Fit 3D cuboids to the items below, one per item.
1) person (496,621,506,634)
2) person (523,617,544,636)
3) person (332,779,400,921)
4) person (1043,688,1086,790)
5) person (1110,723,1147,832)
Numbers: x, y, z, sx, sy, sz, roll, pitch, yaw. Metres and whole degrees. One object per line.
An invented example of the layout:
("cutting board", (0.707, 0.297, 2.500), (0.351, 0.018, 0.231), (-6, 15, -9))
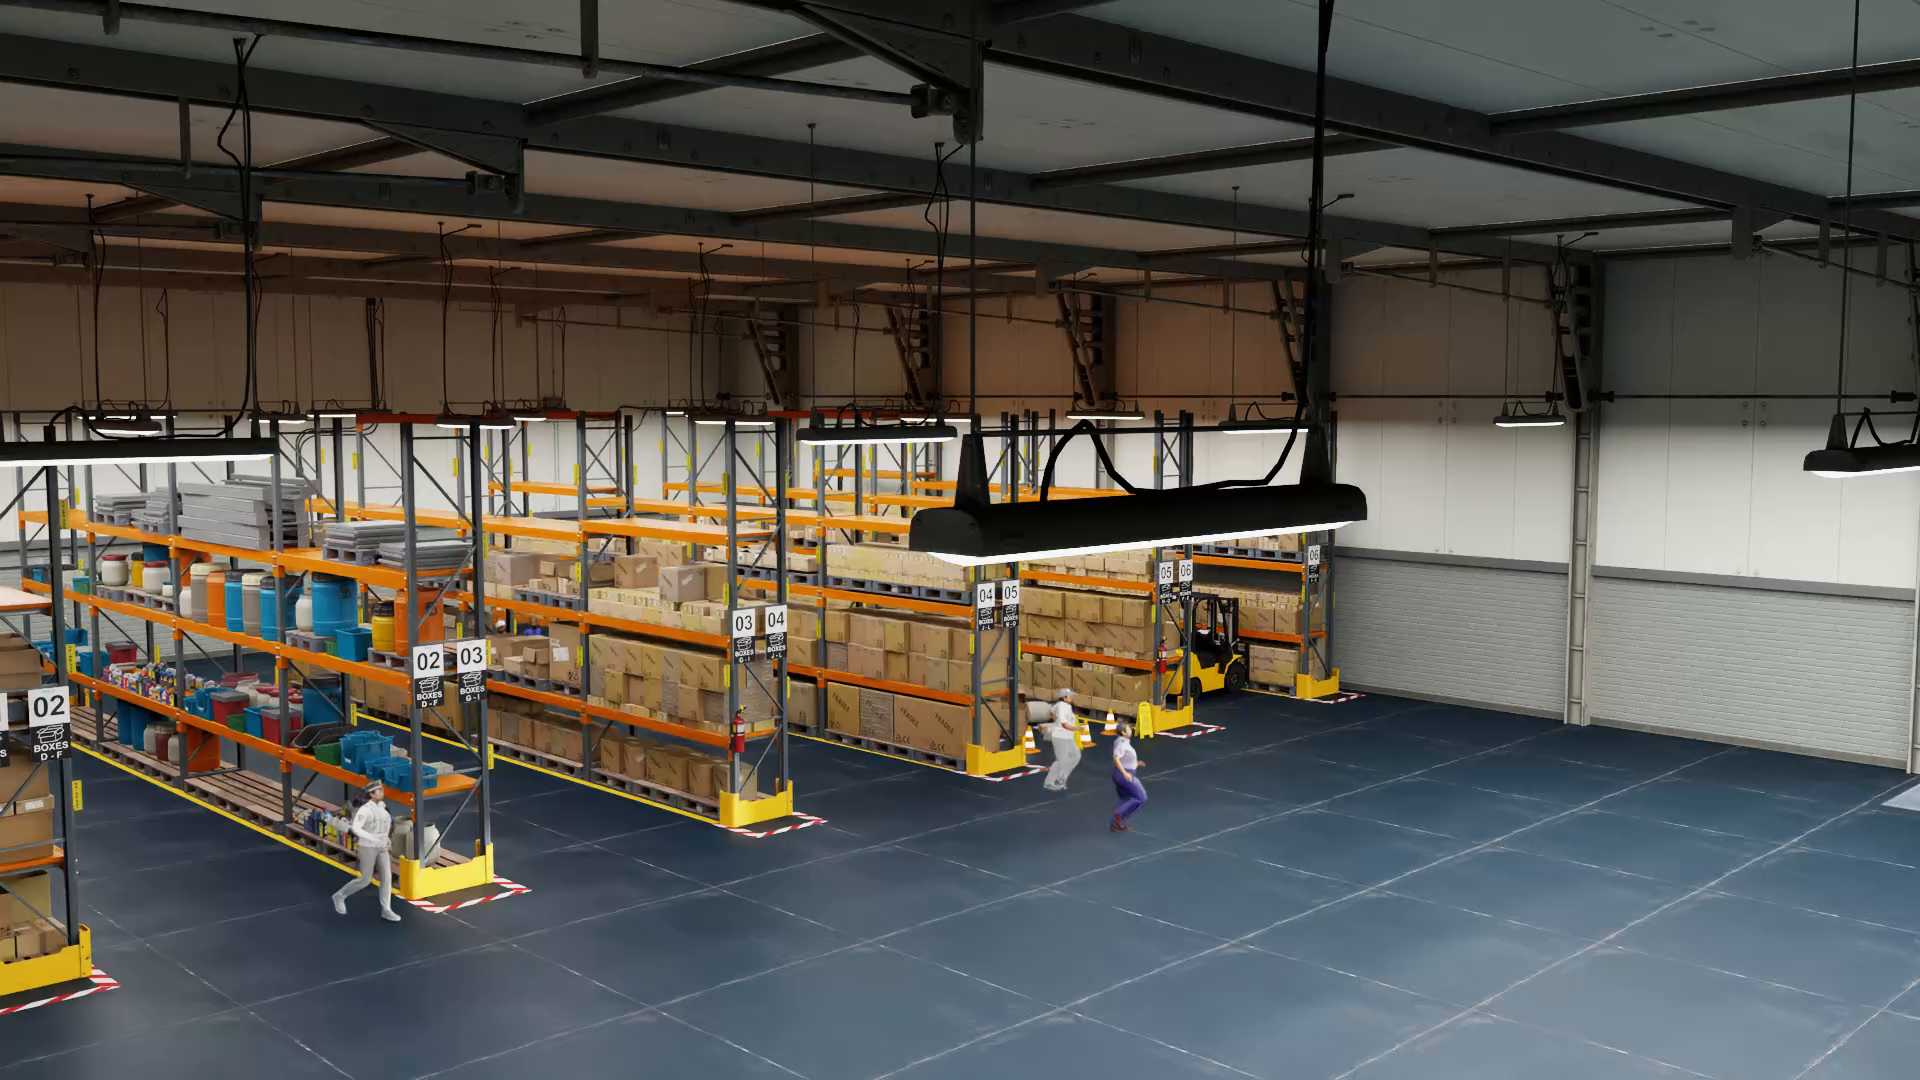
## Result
("person", (-9.305, 2.516, 33.837), (0.899, 1.759, 0.697), (4, 6, 39))
("person", (-9.114, 2.455, 35.510), (0.583, 1.643, 0.696), (-5, 7, -43))
("person", (-7.114, 3.739, 20.226), (0.900, 1.655, 0.674), (2, 5, 17))
("person", (1.681, 3.213, 26.672), (0.685, 1.697, 0.630), (0, 5, 5))
("person", (2.431, 3.437, 24.090), (0.559, 1.599, 0.604), (-1, 5, -8))
